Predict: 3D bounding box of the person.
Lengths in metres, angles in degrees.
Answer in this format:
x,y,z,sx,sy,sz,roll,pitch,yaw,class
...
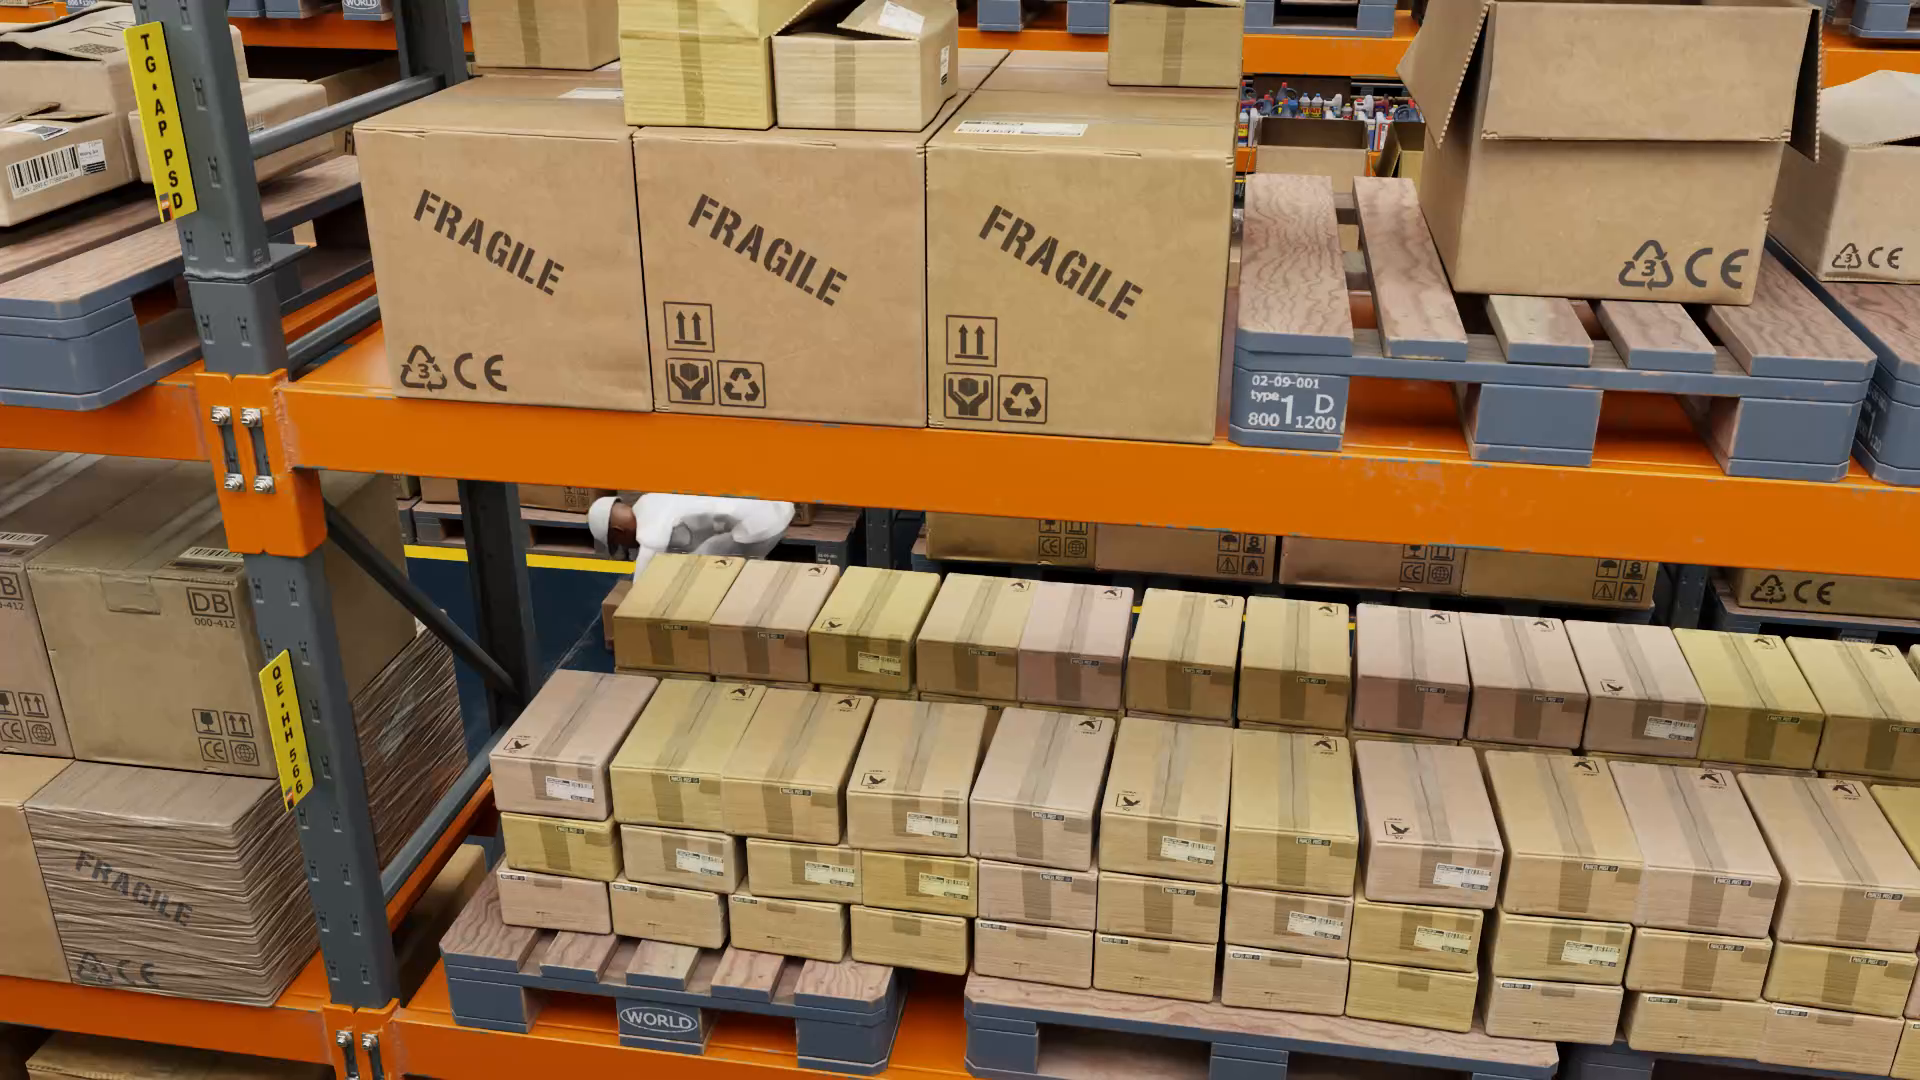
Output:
x,y,z,sx,sy,sz,roll,pitch,yaw,class
-1.263,0.112,7.835,0.975,0.925,0.511,4,25,9,person
